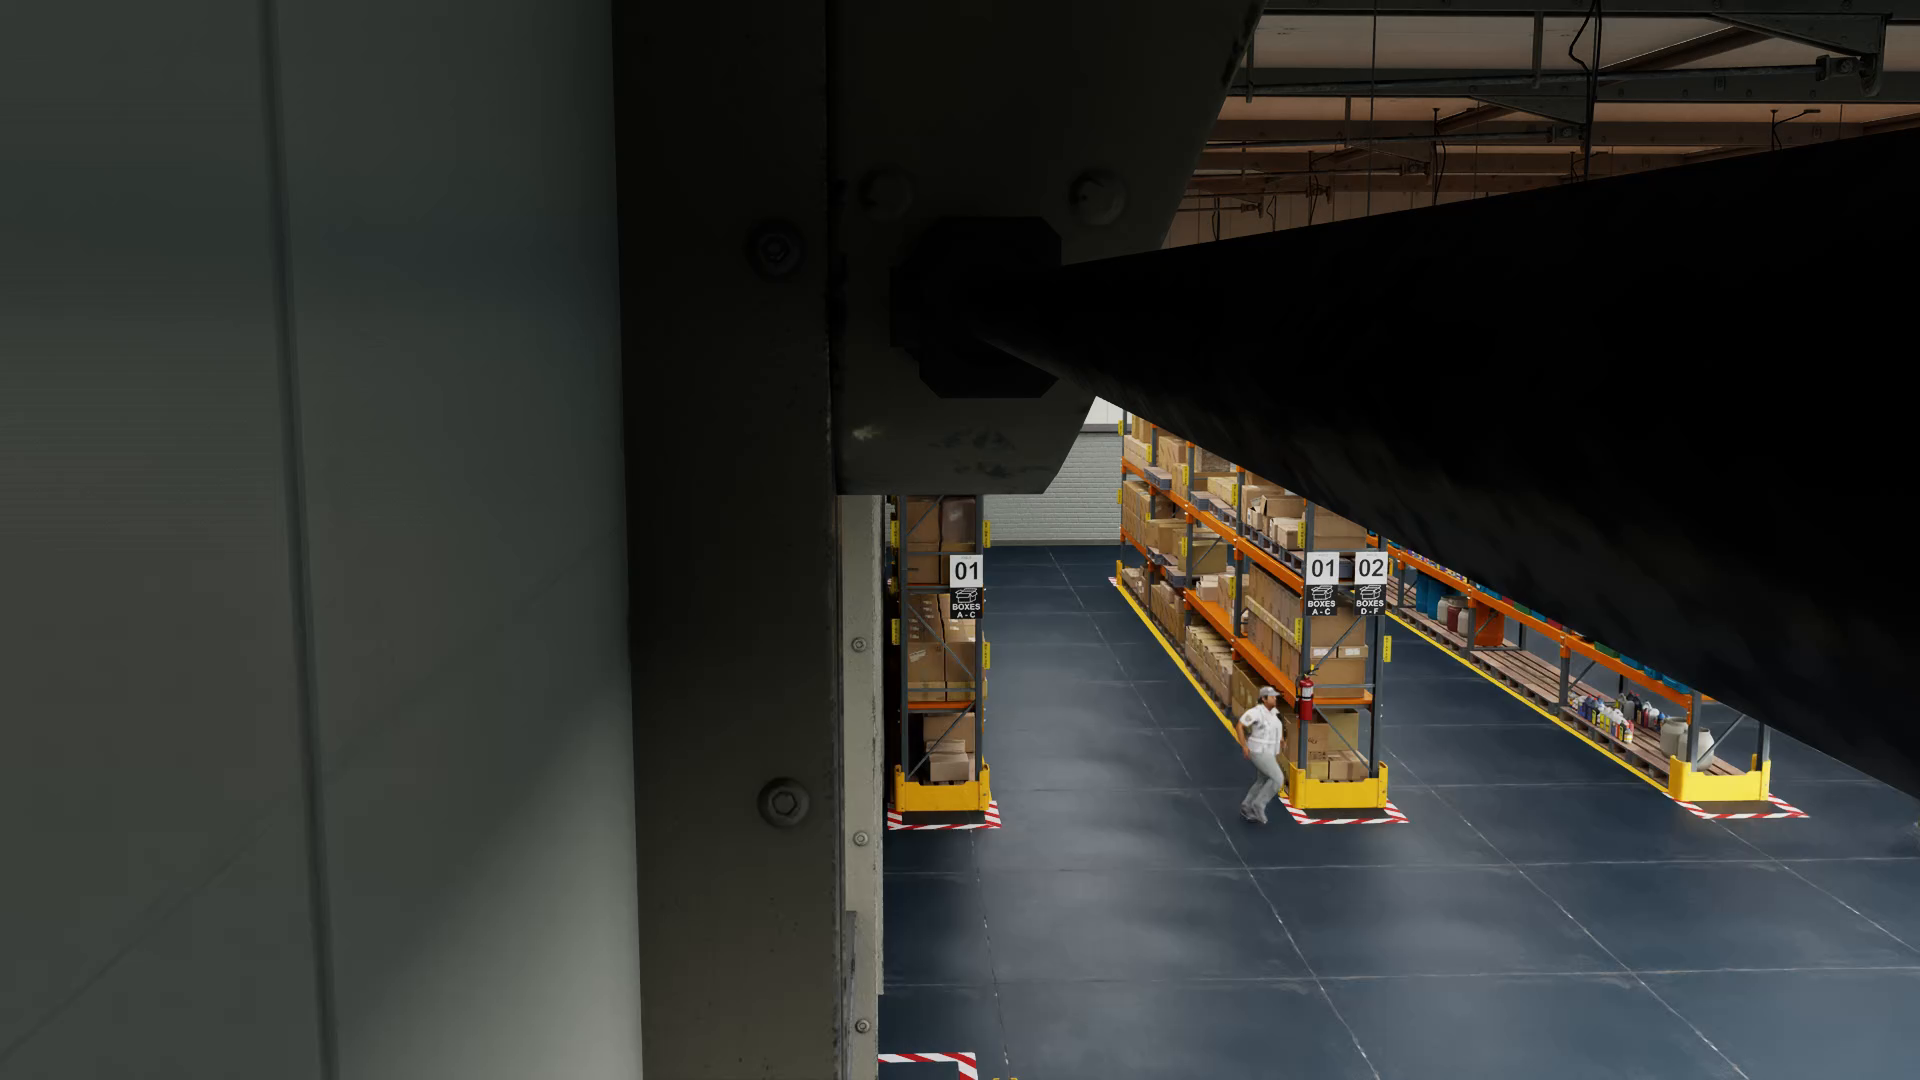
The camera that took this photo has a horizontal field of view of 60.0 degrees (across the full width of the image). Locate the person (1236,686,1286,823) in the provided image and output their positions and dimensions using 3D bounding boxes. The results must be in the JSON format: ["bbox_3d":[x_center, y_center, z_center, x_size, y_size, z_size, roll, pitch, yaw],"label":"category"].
[{"bbox_3d":[3.707,2.574,20.054,0.610,1.620,0.591,7,11,41],"label":"person"}]
